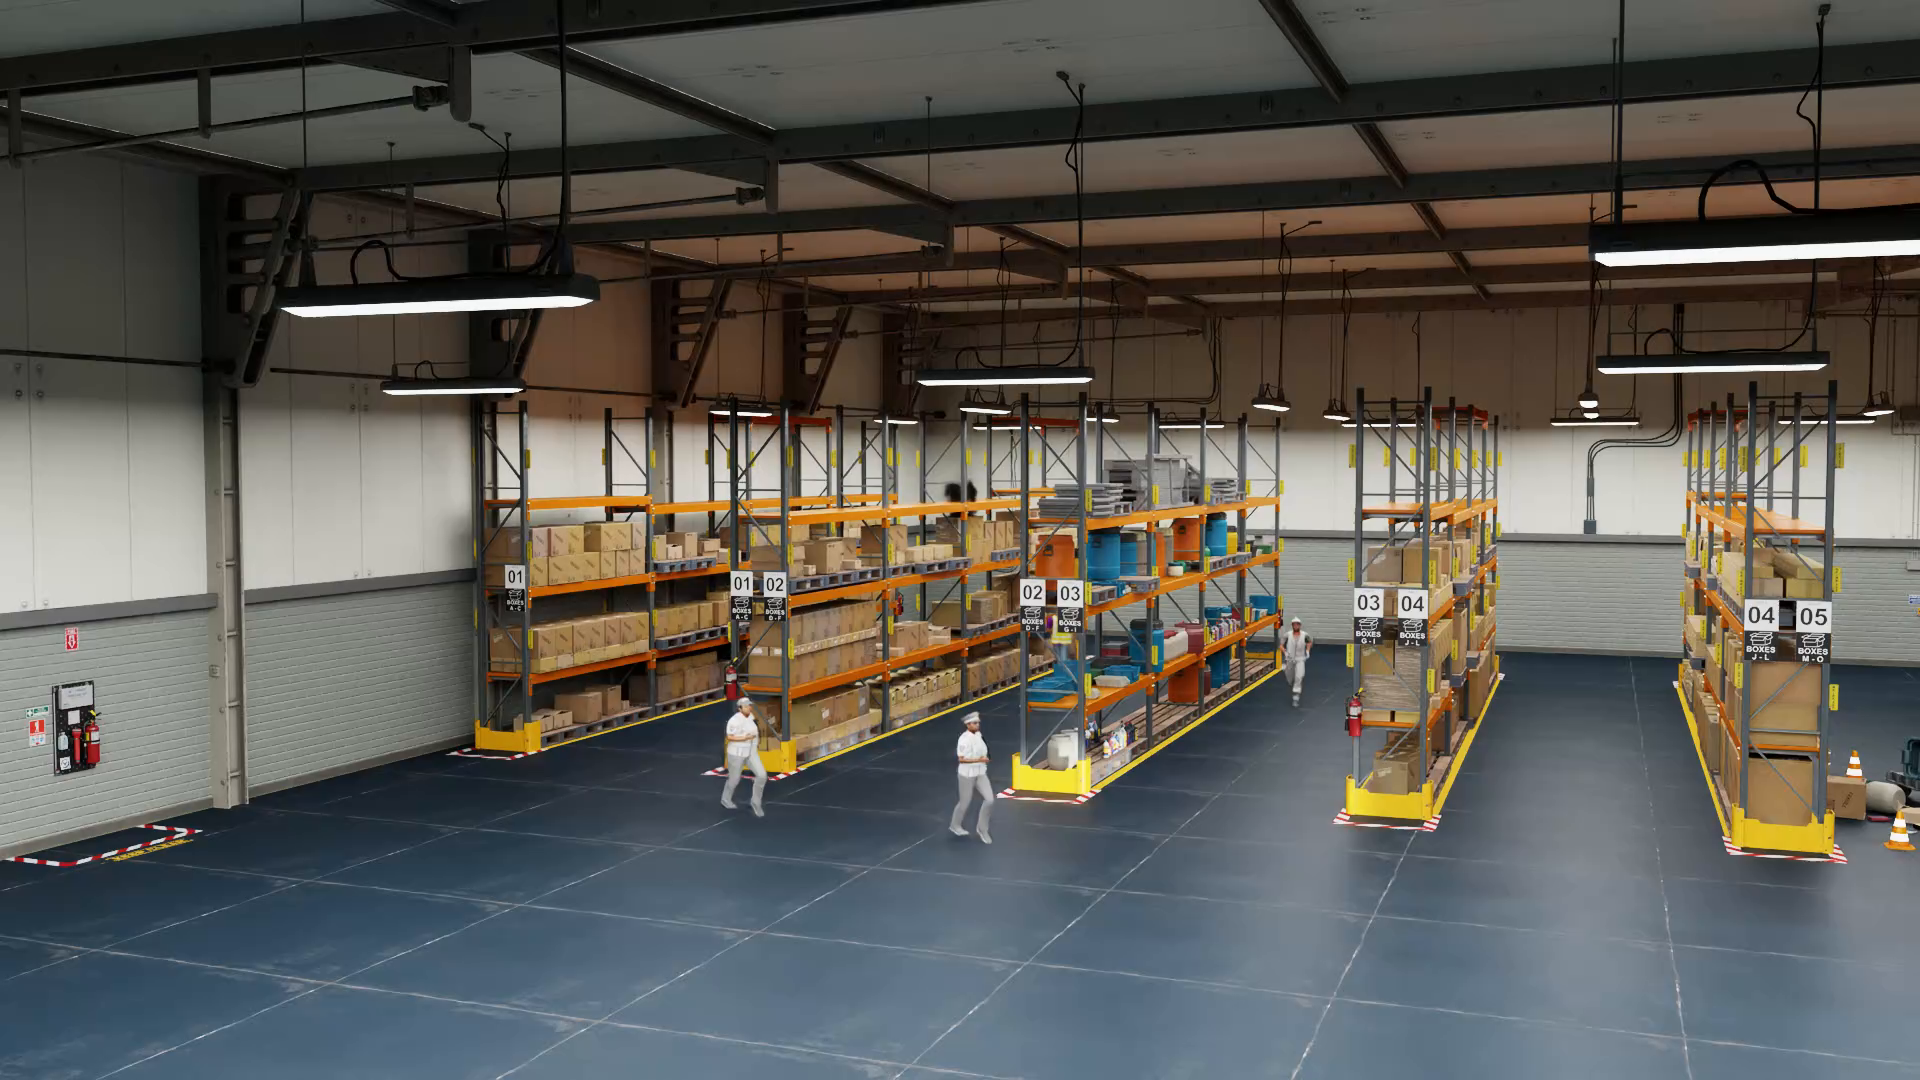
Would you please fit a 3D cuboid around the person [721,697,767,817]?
[{"bbox_3d":[-3.099,3.052,23.392,0.788,1.710,0.582,3,4,45],"label":"person"}]

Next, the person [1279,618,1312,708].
[{"bbox_3d":[6.835,2.479,33.937,0.626,1.777,1.145,1,3,18],"label":"person"}]

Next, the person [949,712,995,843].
[{"bbox_3d":[0.162,3.110,21.757,0.554,1.748,0.748,-3,4,-44],"label":"person"}]

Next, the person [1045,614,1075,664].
[{"bbox_3d":[2.067,2.213,34.341,0.657,1.882,0.734,1,3,13],"label":"person"}]
